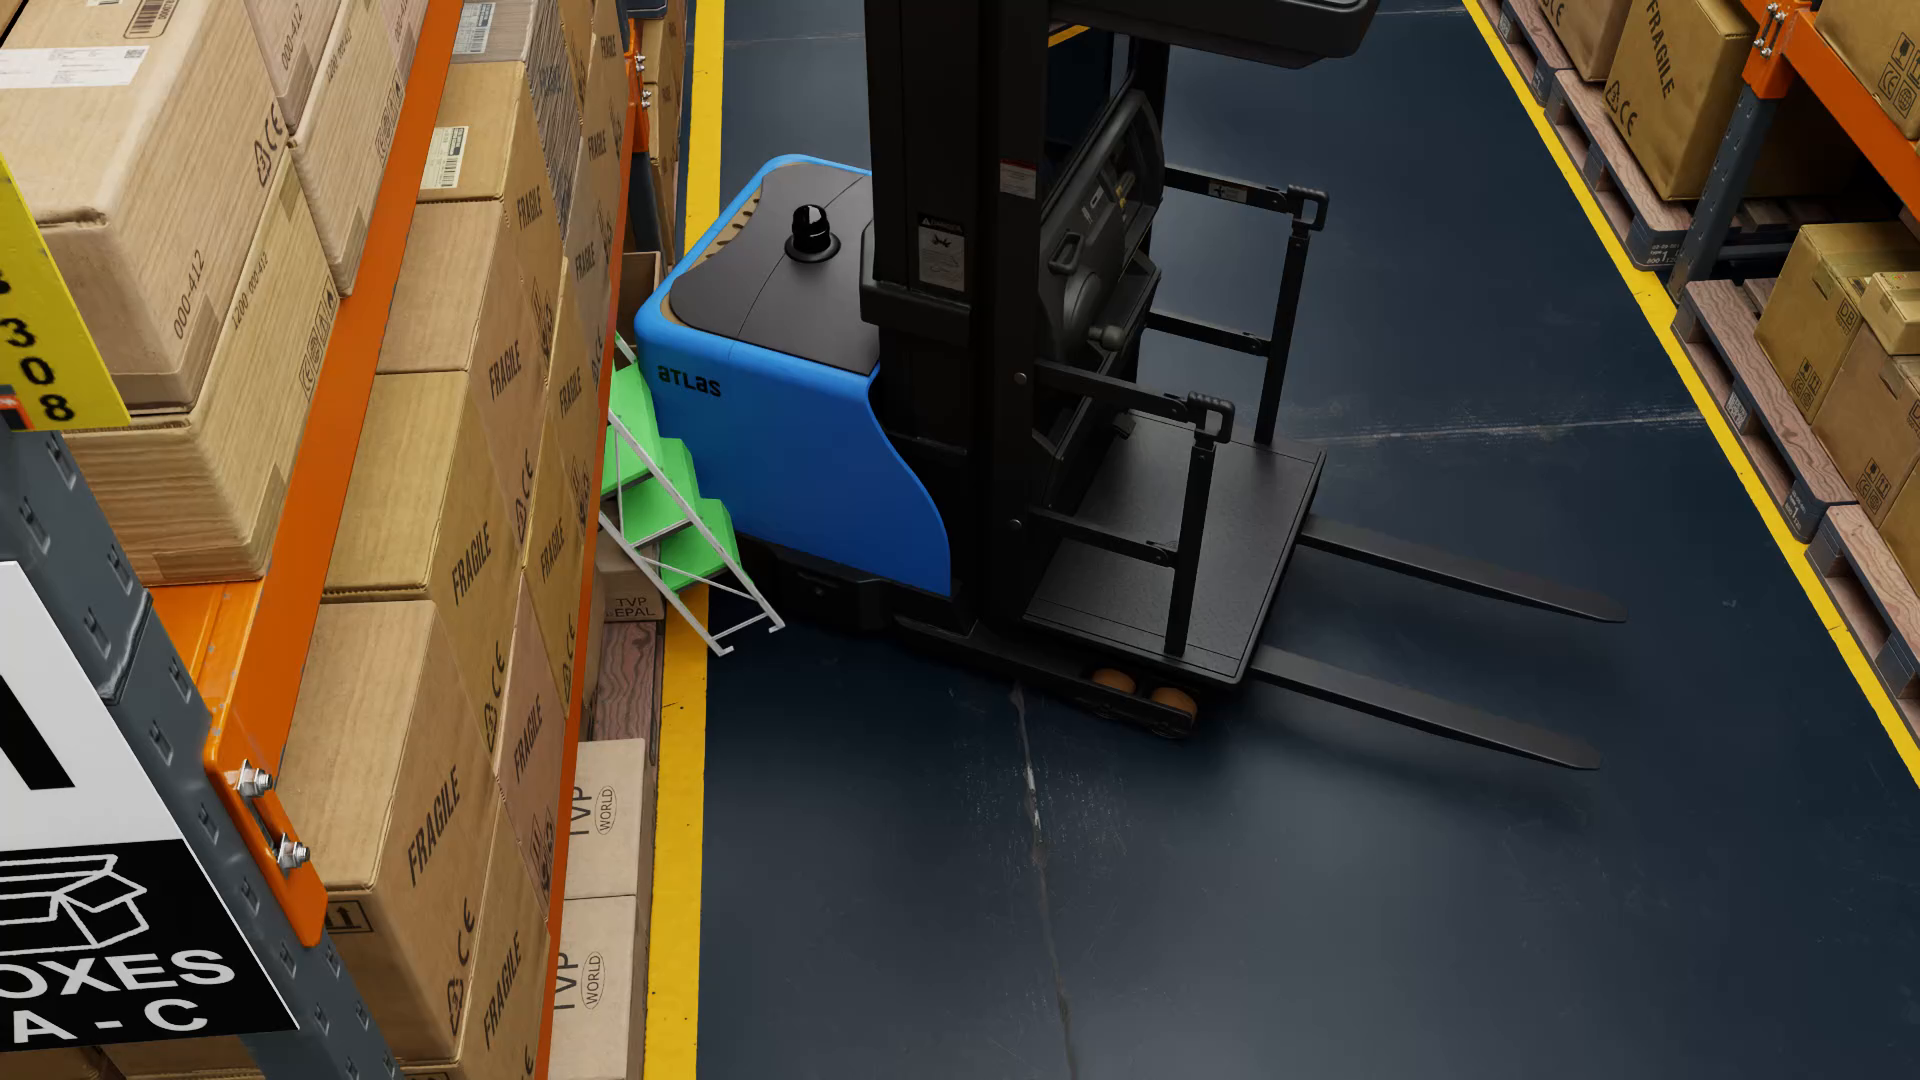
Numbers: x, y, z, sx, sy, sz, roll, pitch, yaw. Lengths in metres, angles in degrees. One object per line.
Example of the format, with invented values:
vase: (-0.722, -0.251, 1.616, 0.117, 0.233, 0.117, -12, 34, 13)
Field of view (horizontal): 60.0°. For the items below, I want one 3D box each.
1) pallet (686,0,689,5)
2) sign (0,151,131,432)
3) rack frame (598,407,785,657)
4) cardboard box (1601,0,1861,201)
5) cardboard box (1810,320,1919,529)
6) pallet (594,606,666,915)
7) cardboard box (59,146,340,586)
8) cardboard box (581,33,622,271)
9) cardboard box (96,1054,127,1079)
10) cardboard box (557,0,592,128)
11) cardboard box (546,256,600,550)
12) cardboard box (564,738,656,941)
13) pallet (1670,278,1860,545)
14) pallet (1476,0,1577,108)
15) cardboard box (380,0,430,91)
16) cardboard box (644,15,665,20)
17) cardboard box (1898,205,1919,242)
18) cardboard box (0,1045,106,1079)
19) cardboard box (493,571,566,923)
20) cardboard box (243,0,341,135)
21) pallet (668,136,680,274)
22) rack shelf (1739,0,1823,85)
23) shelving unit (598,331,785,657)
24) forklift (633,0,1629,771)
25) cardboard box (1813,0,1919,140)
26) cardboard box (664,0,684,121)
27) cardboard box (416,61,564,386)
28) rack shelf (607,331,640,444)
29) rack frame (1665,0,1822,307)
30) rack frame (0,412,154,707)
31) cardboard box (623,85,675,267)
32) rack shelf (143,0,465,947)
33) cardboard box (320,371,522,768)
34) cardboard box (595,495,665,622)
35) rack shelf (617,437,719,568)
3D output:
pallet: (-1.897, -3.123, 8.563, 1.003, 0.211, 1.213, -3, 47, -3)
sign: (-0.711, -0.202, 1.207, 0.100, 0.325, 0.005, -3, 47, -3)
rack frame: (-0.885, -0.020, 4.920, 0.240, 1.200, 0.015, -25, 48, 6)
cardboard box: (3.165, -1.902, 6.677, 0.750, 0.750, 0.750, -3, 47, -3)
cardboard box: (3.349, -0.408, 5.503, 0.700, 0.500, 0.500, -4, 47, -4)
pallet: (-1.425, 0.610, 5.027, 1.003, 0.211, 1.213, -3, 47, -3)
cardboard box: (-1.041, -0.204, 1.914, 0.500, 0.250, 0.500, -3, 47, -3)
cardboard box: (-1.245, -1.046, 4.606, 0.500, 0.500, 0.500, -2, 47, -2)
cardboard box: (-1.561, 0.822, 2.837, 0.500, 0.500, 0.500, -2, 47, -2)
cardboard box: (-1.241, -1.388, 4.241, 0.500, 0.500, 0.500, -4, 47, -4)
cardboard box: (-1.154, -0.306, 3.905, 0.500, 0.500, 0.500, -3, 47, -3)
cardboard box: (-1.098, 0.823, 4.495, 0.500, 0.250, 0.500, -3, 47, -3)
pallet: (3.335, -0.521, 6.098, 1.003, 0.211, 1.213, -3, 47, -3)
pallet: (3.104, -2.514, 7.986, 1.003, 0.211, 1.213, -3, 47, -3)
cardboard box: (-1.114, -0.928, 2.600, 0.500, 0.250, 0.500, -3, 47, -3)
cardboard box: (-1.468, -2.369, 6.829, 0.500, 0.250, 0.500, -3, 47, -3)
cardboard box: (3.496, -1.112, 5.723, 0.380, 0.149, 0.250, -4, 47, -4)
cardboard box: (-1.563, 0.480, 2.472, 0.500, 0.500, 0.500, -4, 47, -4)
cardboard box: (-1.075, 0.419, 3.218, 0.500, 0.500, 0.500, -4, 47, -4)
cardboard box: (-1.070, -0.738, 2.076, 0.500, 0.250, 0.500, -3, 47, -3)
pallet: (-1.692, -1.358, 6.891, 1.003, 0.211, 1.213, -3, 47, -3)
rack shelf: (3.182, -3.234, 7.242, 1.077, 0.370, 4.000, -3, 47, -3)
shelving unit: (-0.945, -0.192, 5.082, 0.258, 1.200, 0.503, -25, 48, 6)
forklift: (0.580, -0.834, 4.521, 3.031, 2.935, 1.130, 17, 49, 15)
cardboard box: (3.378, -1.744, 5.129, 0.980, 0.700, 0.700, -3, 47, -3)
cardboard box: (-1.474, -2.134, 7.124, 0.500, 0.500, 0.500, -3, 47, -3)
cardboard box: (-1.158, -0.659, 3.551, 0.500, 0.500, 0.500, -4, 47, -4)
rack shelf: (-1.093, -0.430, 4.775, 0.258, 0.148, 0.480, -25, 48, 6)
rack frame: (3.349, -2.034, 5.611, 1.000, 3.000, 0.127, -3, 47, -3)
rack frame: (-1.252, -0.899, 0.404, 1.000, 3.000, 0.127, -3, 47, -3)
cardboard box: (-1.384, -1.387, 6.416, 0.500, 0.500, 0.500, -5, 47, -5)
rack shelf: (-1.419, -1.068, 3.125, 1.077, 0.370, 4.000, -3, 47, -3)
cardboard box: (-1.078, 0.070, 2.860, 0.500, 0.500, 0.500, -3, 47, -3)
cardboard box: (-1.193, -0.020, 5.252, 0.500, 0.311, 0.500, -3, 47, -3)
rack shelf: (-0.923, -0.156, 5.130, 0.258, 0.148, 0.480, -25, 48, 6)
